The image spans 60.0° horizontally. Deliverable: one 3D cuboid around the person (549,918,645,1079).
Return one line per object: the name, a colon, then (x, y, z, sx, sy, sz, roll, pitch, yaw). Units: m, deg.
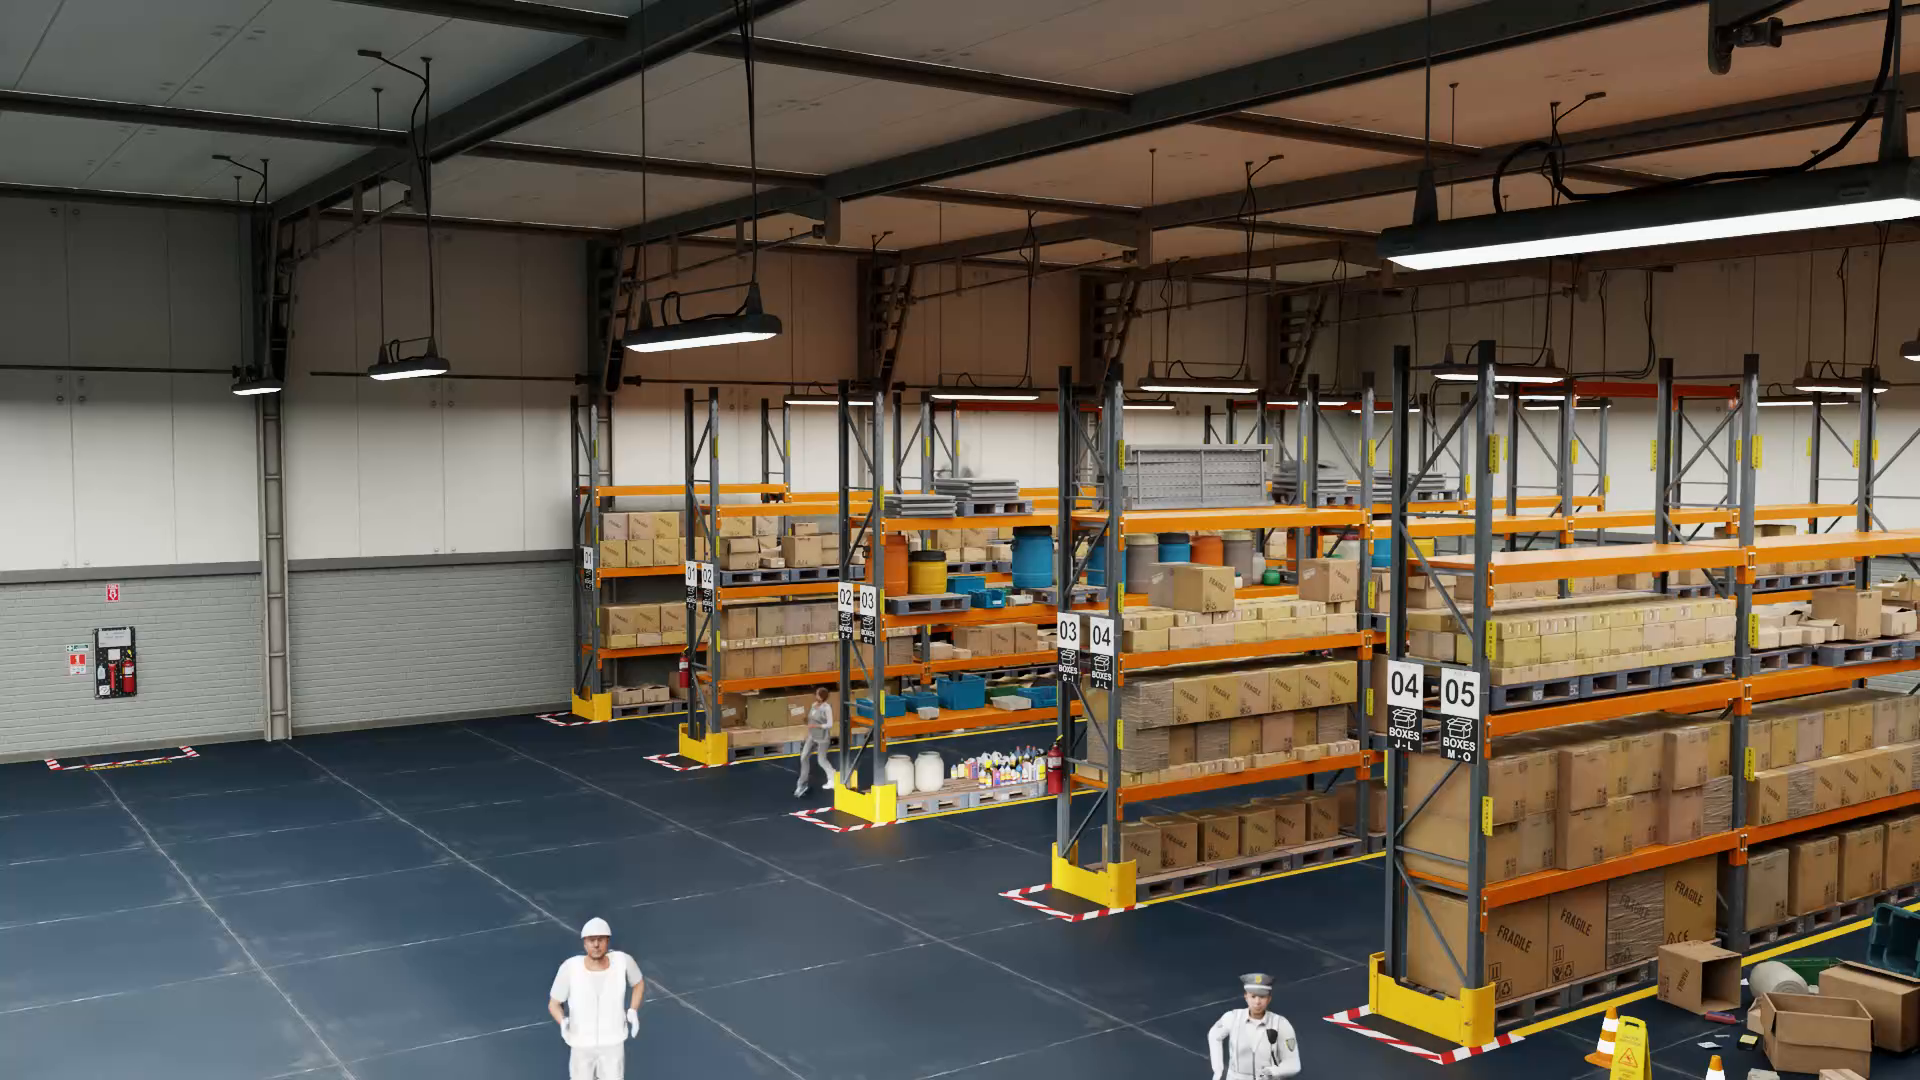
person: (-2.580, 3.568, 11.860, 0.681, 1.766, 0.878, -1, 4, -14)

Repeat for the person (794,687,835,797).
person: (-2.017, 2.926, 24.198, 0.530, 1.616, 0.748, 3, 5, 41)

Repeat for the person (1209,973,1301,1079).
person: (1.915, 3.668, 10.846, 0.570, 1.752, 0.740, 0, 3, 7)
